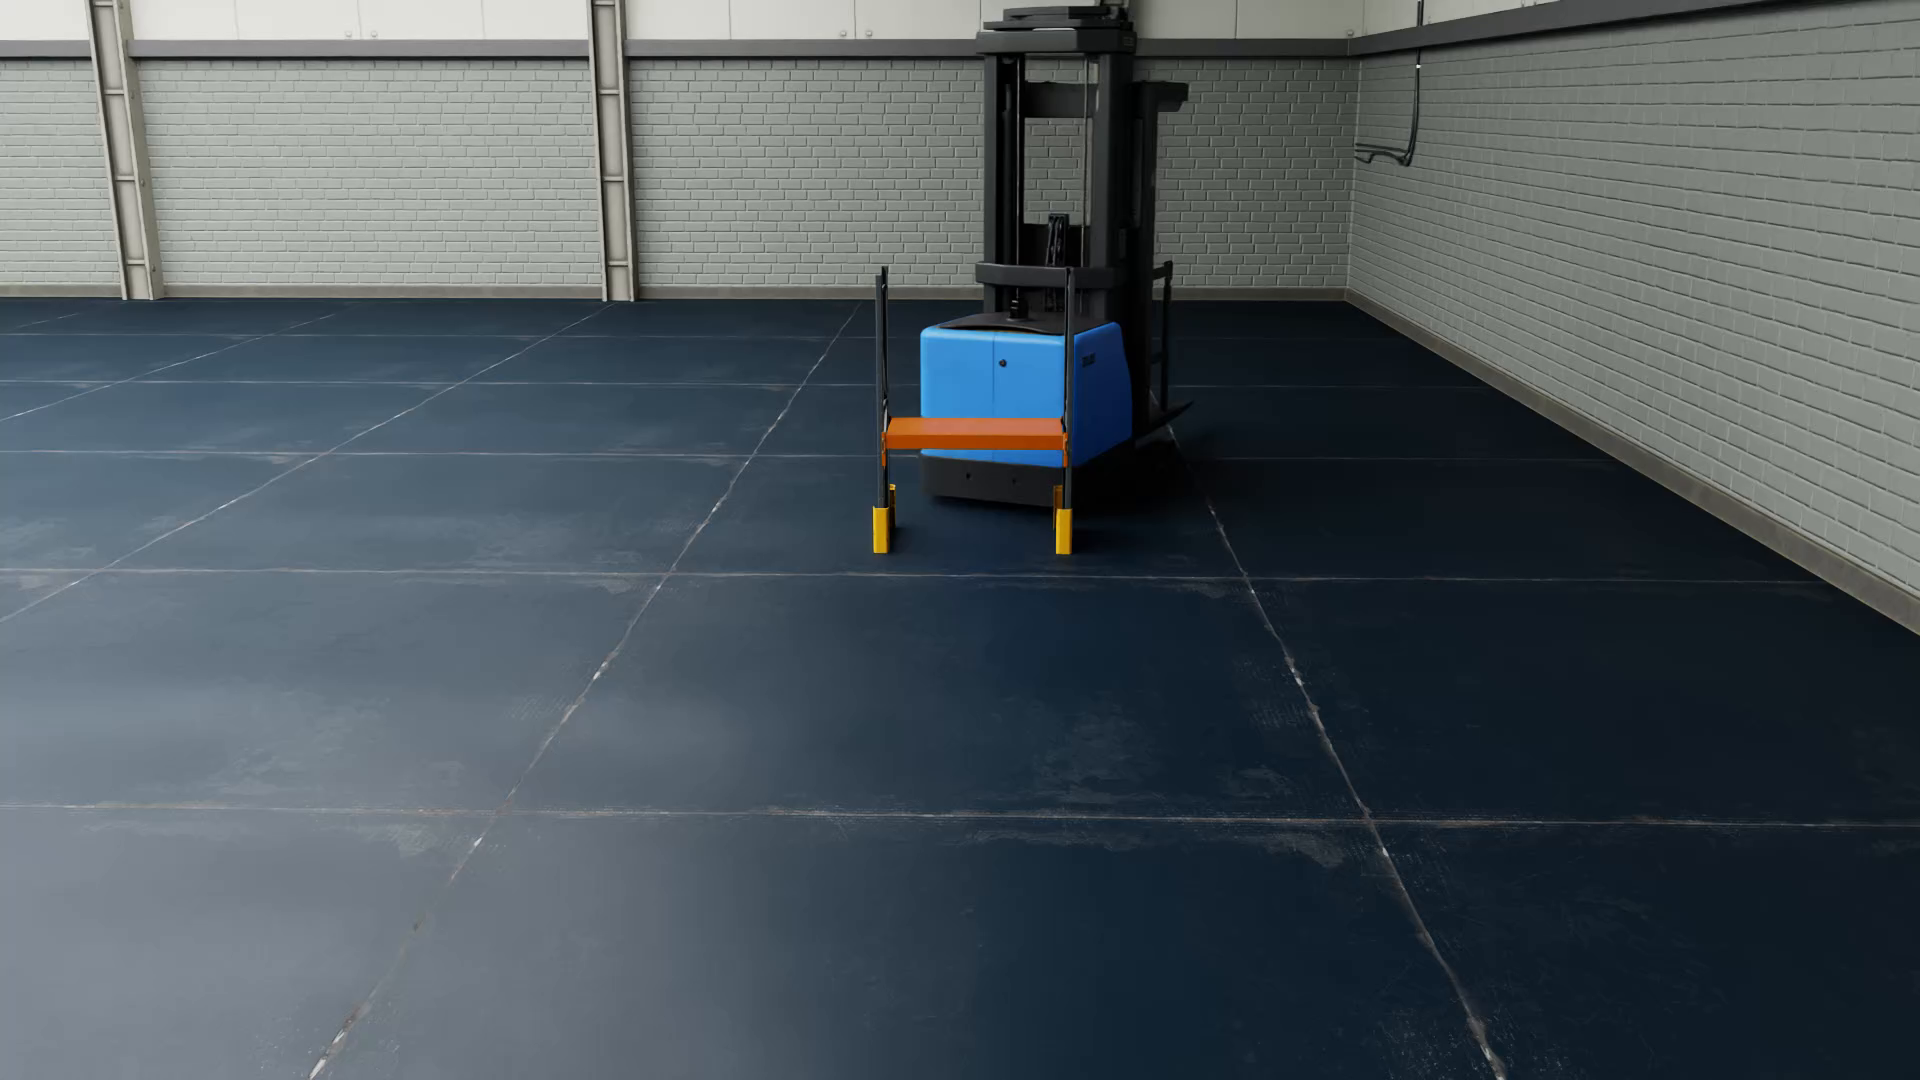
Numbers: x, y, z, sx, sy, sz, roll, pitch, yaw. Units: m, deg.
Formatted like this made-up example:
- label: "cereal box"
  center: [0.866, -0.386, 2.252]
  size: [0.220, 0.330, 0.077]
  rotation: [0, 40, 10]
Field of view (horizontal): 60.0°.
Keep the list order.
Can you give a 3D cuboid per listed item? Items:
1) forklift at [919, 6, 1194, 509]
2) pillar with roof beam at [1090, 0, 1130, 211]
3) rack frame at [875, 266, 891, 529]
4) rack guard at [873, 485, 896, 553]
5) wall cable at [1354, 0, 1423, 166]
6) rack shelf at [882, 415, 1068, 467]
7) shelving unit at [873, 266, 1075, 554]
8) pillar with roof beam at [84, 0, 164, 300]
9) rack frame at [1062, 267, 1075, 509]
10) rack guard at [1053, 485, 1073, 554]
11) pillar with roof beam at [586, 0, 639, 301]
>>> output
- label: "forklift"
  center: [0.817, -1.931, 10.913]
  size: [1.130, 2.935, 3.031]
  rotation: [7, 16, 24]
- label: "pillar with roof beam"
  center: [1.681, -6.198, 15.193]
  size: [0.400, 9.000, 9.100]
  rotation: [0, 15, 1]
- label: "rack frame"
  center: [-0.423, -0.728, 9.159]
  size: [0.032, 1.500, 0.500]
  rotation: [0, 15, 1]
- label: "rack guard"
  center: [-0.422, -0.124, 9.319]
  size: [0.087, 0.250, 0.587]
  rotation: [0, 15, 1]
- label: "wall cable"
  center: [4.702, -5.438, 18.400]
  size: [0.112, 2.526, 3.097]
  rotation: [0, 15, 1]
- label: "rack shelf"
  center: [0.085, -0.551, 9.192]
  size: [1.000, 0.185, 0.538]
  rotation: [0, 15, 1]
- label: "shelving unit"
  center: [0.076, -0.725, 9.147]
  size: [1.083, 1.500, 0.587]
  rotation: [0, 15, 1]
- label: "pillar with roof beam"
  center: [-10.315, -6.276, 15.490]
  size: [0.400, 9.000, 9.100]
  rotation: [0, 15, 1]
- label: "rack frame"
  center: [0.593, -0.721, 9.134]
  size: [0.032, 1.500, 0.500]
  rotation: [0, 15, 1]
- label: "rack guard"
  center: [0.574, -0.117, 9.294]
  size: [0.087, 0.250, 0.587]
  rotation: [0, 15, 1]
- label: "pillar with roof beam"
  center: [-4.317, -6.237, 15.341]
  size: [0.400, 9.000, 9.100]
  rotation: [0, 15, 1]
